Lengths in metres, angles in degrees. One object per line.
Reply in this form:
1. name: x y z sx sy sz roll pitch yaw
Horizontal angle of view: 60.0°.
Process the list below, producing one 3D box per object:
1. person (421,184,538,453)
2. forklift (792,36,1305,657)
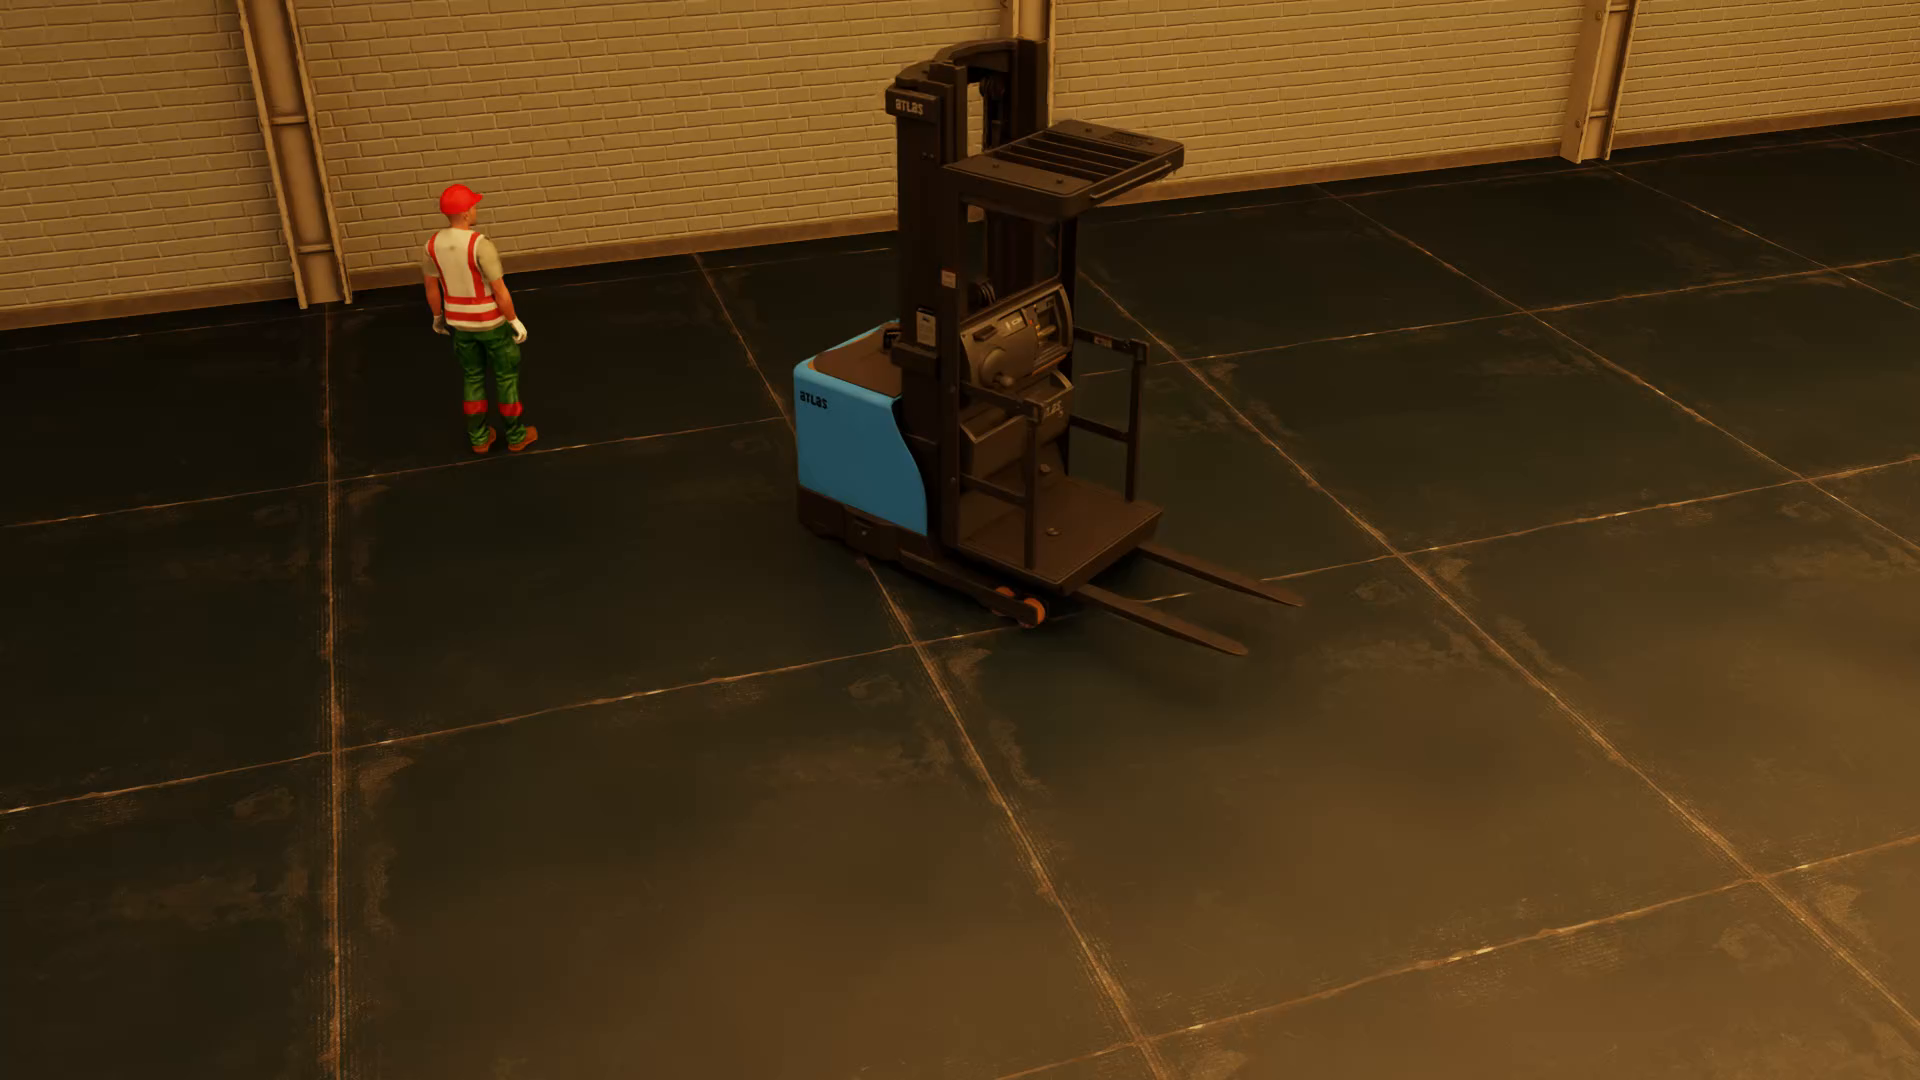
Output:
1. person: -3.076 -1.419 10.701 0.655 1.792 0.396 6 31 11
2. forklift: 0.479 -1.082 8.967 3.031 2.935 1.130 22 36 33
